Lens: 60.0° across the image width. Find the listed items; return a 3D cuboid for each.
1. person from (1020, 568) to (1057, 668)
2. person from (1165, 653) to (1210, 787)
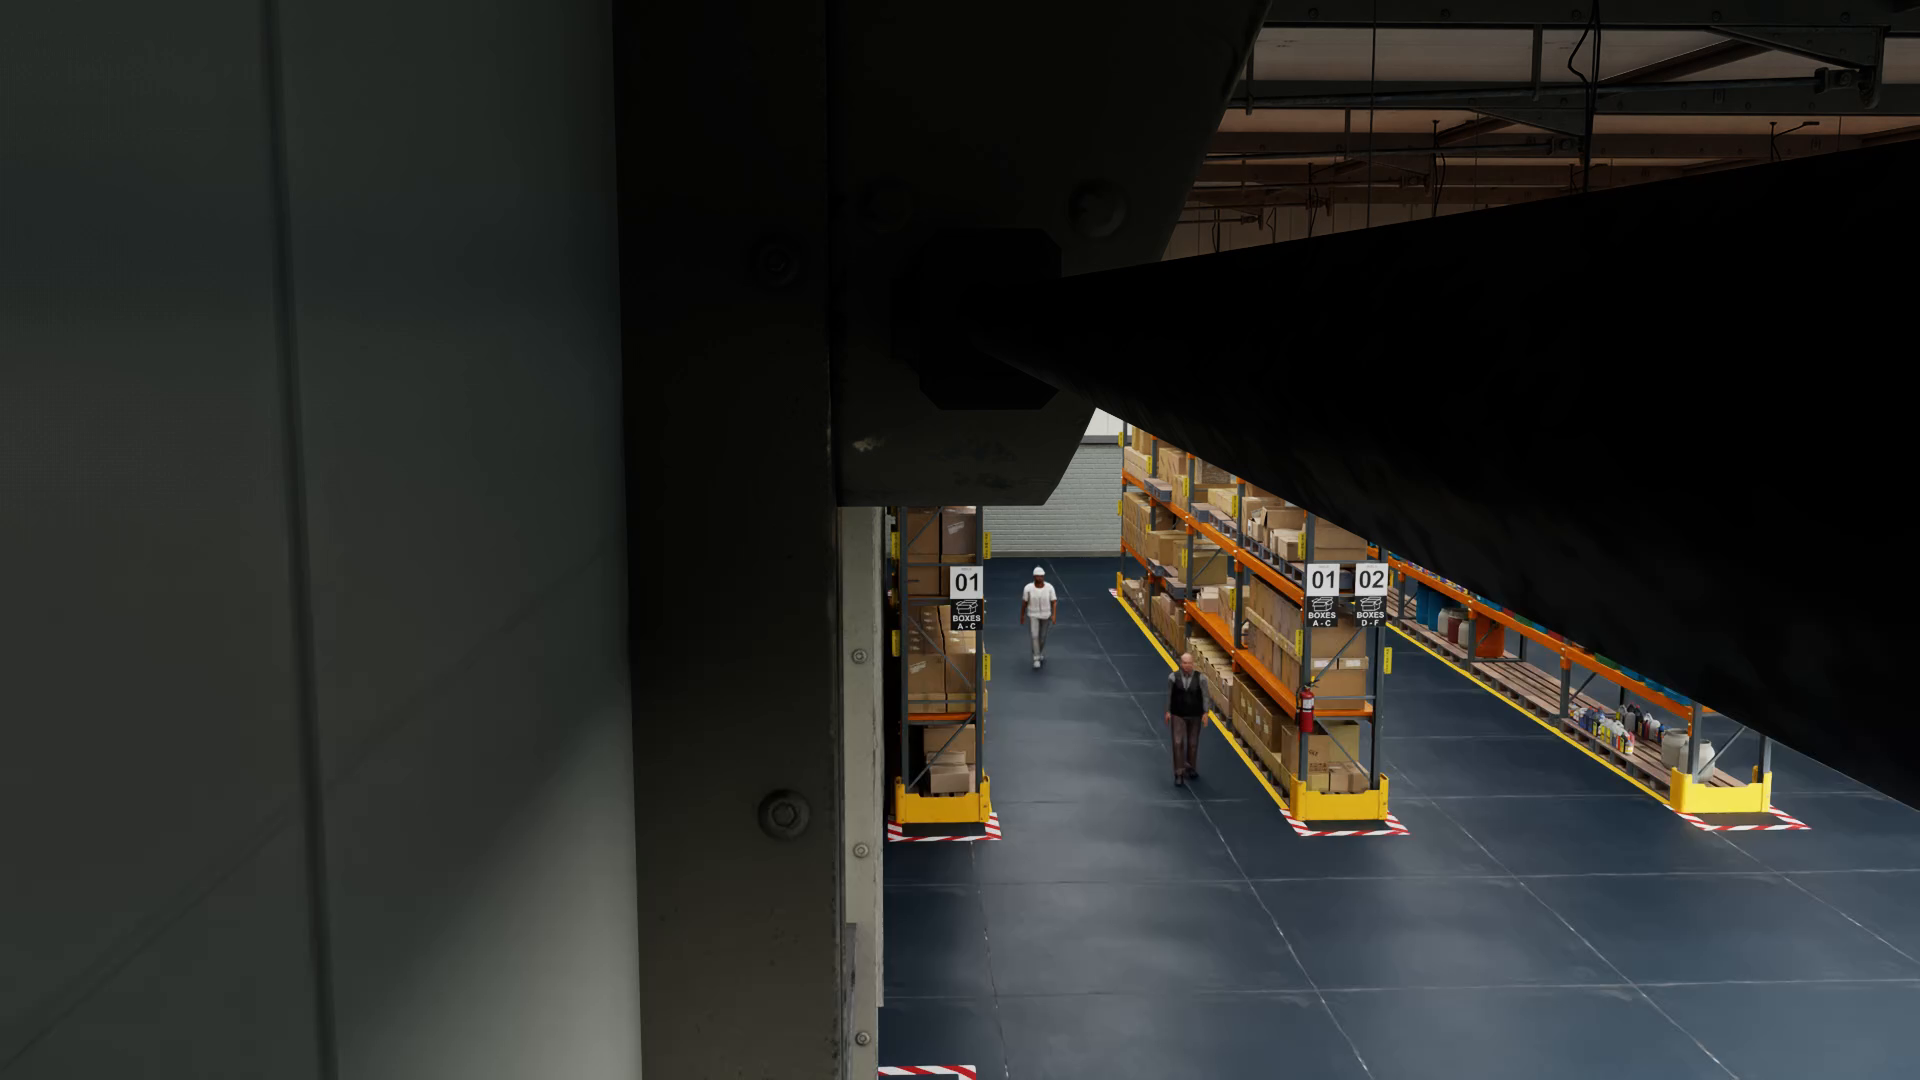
[{"bbox_3d":[1.418,1.338,29.350,0.602,1.695,1.067,-2,8,-11],"label":"person"},{"bbox_3d":[3.035,2.376,22.219,0.594,1.736,0.671,1,8,9],"label":"person"}]
